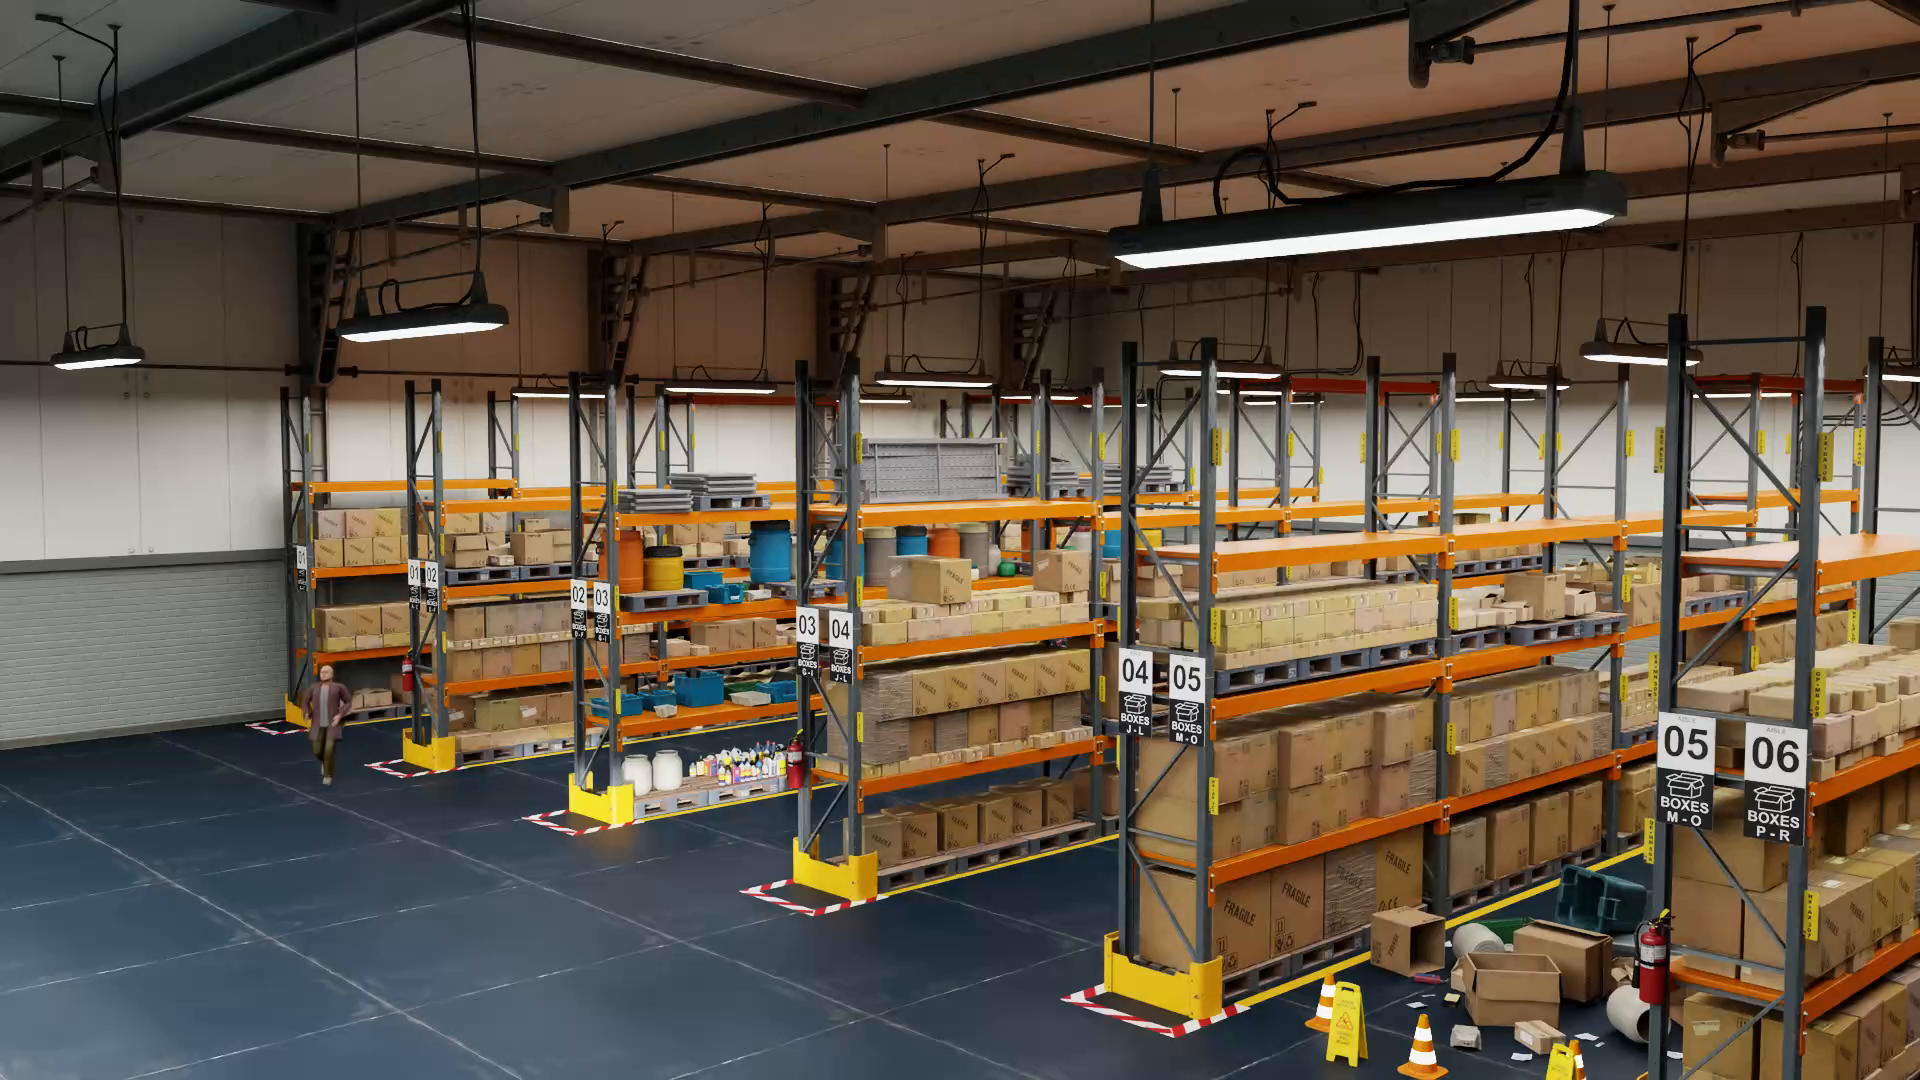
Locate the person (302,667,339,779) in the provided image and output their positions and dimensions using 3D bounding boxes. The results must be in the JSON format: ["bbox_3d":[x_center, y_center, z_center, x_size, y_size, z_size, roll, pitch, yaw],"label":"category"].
[{"bbox_3d":[-9.372,2.709,24.540,0.689,1.653,0.524,-1,4,-10],"label":"person"}]
